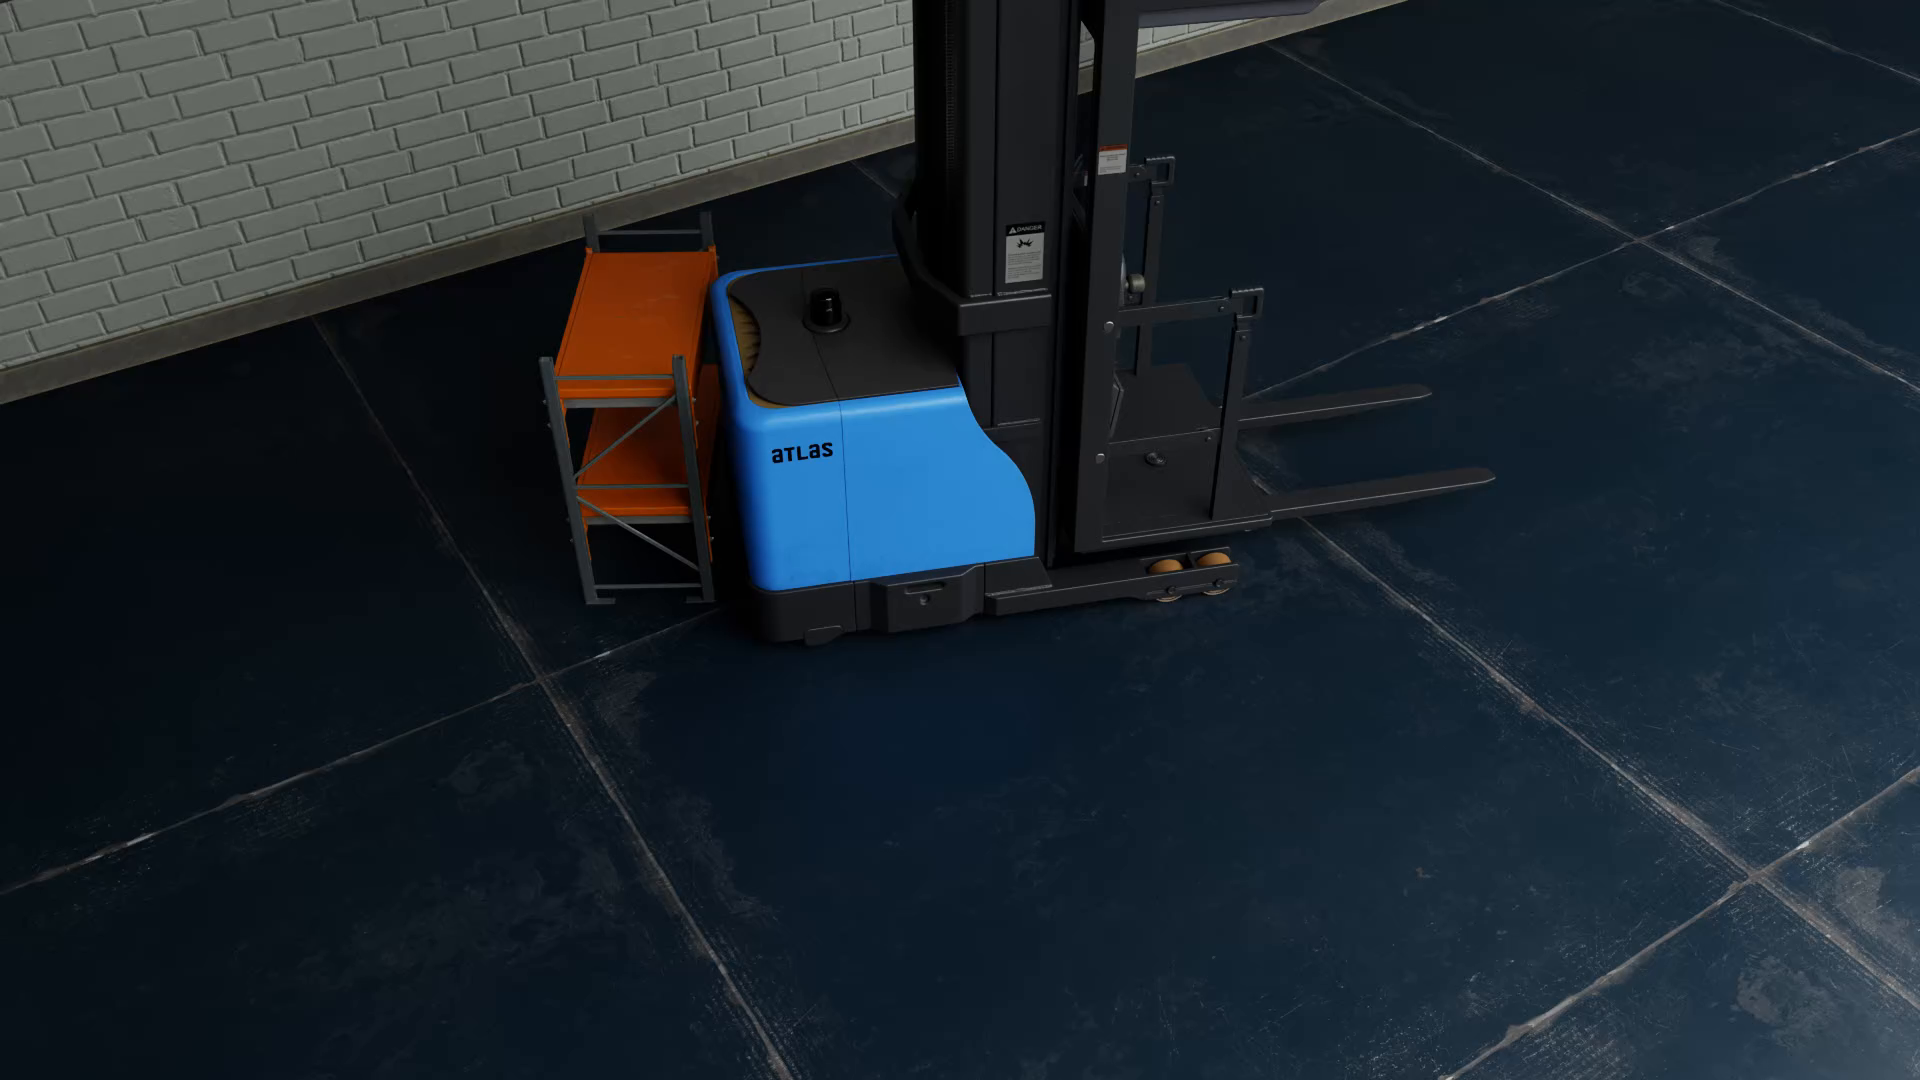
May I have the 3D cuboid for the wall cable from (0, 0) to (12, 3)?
[{"bbox_3d":[-4.812,-2.652,5.329,3.097,2.526,0.112,-22,45,-24],"label":"wall cable"}]

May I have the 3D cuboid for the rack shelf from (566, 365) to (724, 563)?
[{"bbox_3d":[-1.216,-0.333,6.652,0.538,0.278,1.000,-1,40,-1],"label":"rack shelf"}]

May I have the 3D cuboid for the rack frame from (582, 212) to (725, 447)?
[{"bbox_3d":[-1.229,-0.846,6.886,0.500,1.125,0.032,-1,40,-1],"label":"rack frame"}]

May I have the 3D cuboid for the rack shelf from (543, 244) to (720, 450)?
[{"bbox_3d":[-1.216,-0.745,6.308,0.538,0.278,1.000,-1,40,-1],"label":"rack shelf"}]

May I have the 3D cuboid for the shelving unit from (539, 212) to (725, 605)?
[{"bbox_3d":[-1.216,-0.521,6.496,0.538,1.125,1.048,-1,40,-1],"label":"shelving unit"}]

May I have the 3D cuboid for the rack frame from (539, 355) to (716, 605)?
[{"bbox_3d":[-1.203,-0.195,6.105,0.500,1.125,0.032,-1,40,-1],"label":"rack frame"}]

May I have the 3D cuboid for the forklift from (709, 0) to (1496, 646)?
[{"bbox_3d":[0.612,-1.210,5.912,3.031,2.935,1.130,-8,40,-9],"label":"forklift"}]
